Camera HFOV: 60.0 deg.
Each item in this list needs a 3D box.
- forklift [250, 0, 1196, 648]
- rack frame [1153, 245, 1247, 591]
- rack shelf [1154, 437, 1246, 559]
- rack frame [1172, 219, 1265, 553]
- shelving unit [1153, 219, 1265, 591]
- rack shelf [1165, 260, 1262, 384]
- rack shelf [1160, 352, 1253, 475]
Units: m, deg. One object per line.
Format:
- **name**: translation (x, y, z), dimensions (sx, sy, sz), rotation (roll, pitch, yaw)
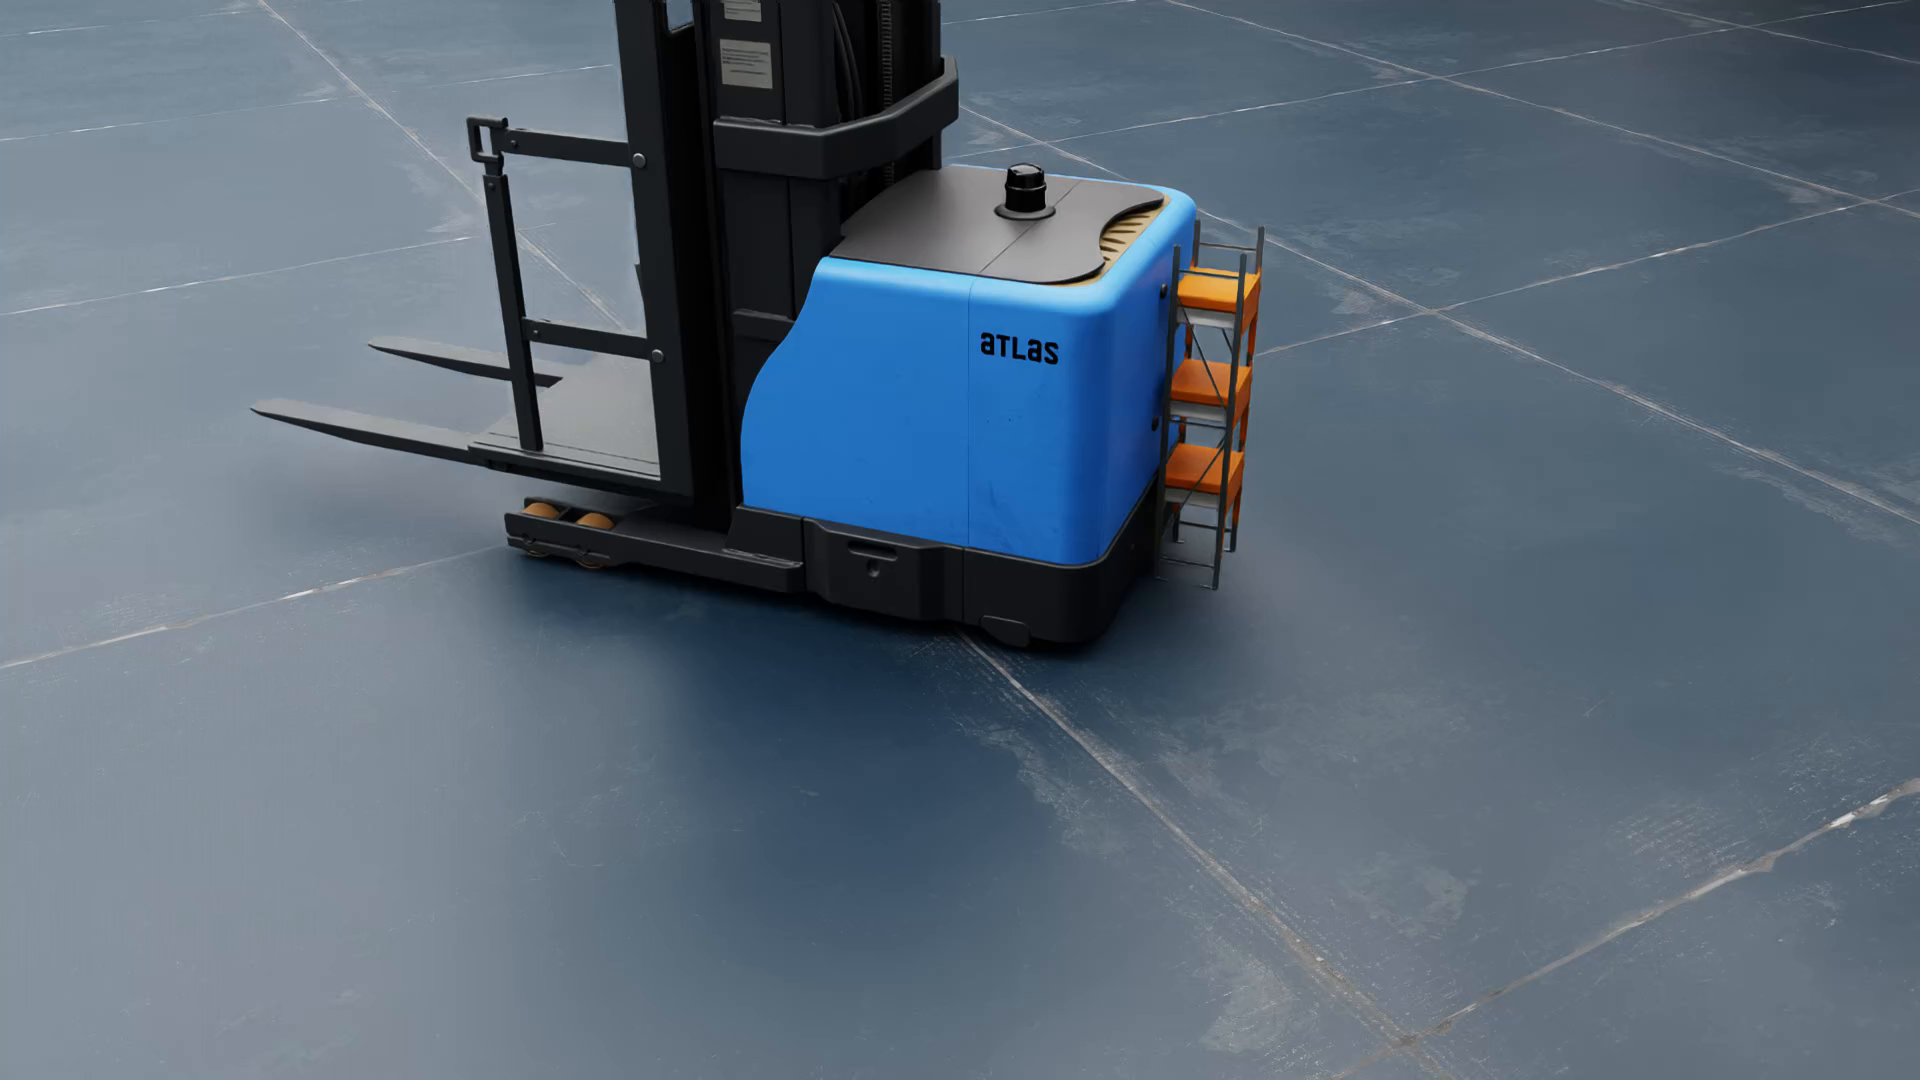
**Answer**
- **forklift**: translation (-0.861, -1.420, 4.790), dimensions (3.031, 2.935, 1.130), rotation (11, 31, 18)
- **rack frame**: translation (0.678, -0.327, 4.756), dimensions (0.200, 1.050, 0.008), rotation (10, 30, 18)
- **rack shelf**: translation (0.720, -0.130, 4.995), dimensions (0.215, 0.259, 0.240), rotation (10, 30, 18)
- **rack frame**: translation (0.763, -0.437, 4.956), dimensions (0.200, 1.050, 0.008), rotation (10, 30, 18)
- **shelving unit**: translation (0.720, -0.382, 4.856), dimensions (0.215, 1.050, 0.252), rotation (10, 30, 18)
- **rack shelf**: translation (0.720, -0.621, 4.724), dimensions (0.215, 0.259, 0.240), rotation (10, 30, 18)
- **rack shelf**: translation (0.720, -0.373, 4.861), dimensions (0.215, 0.259, 0.240), rotation (10, 30, 18)
